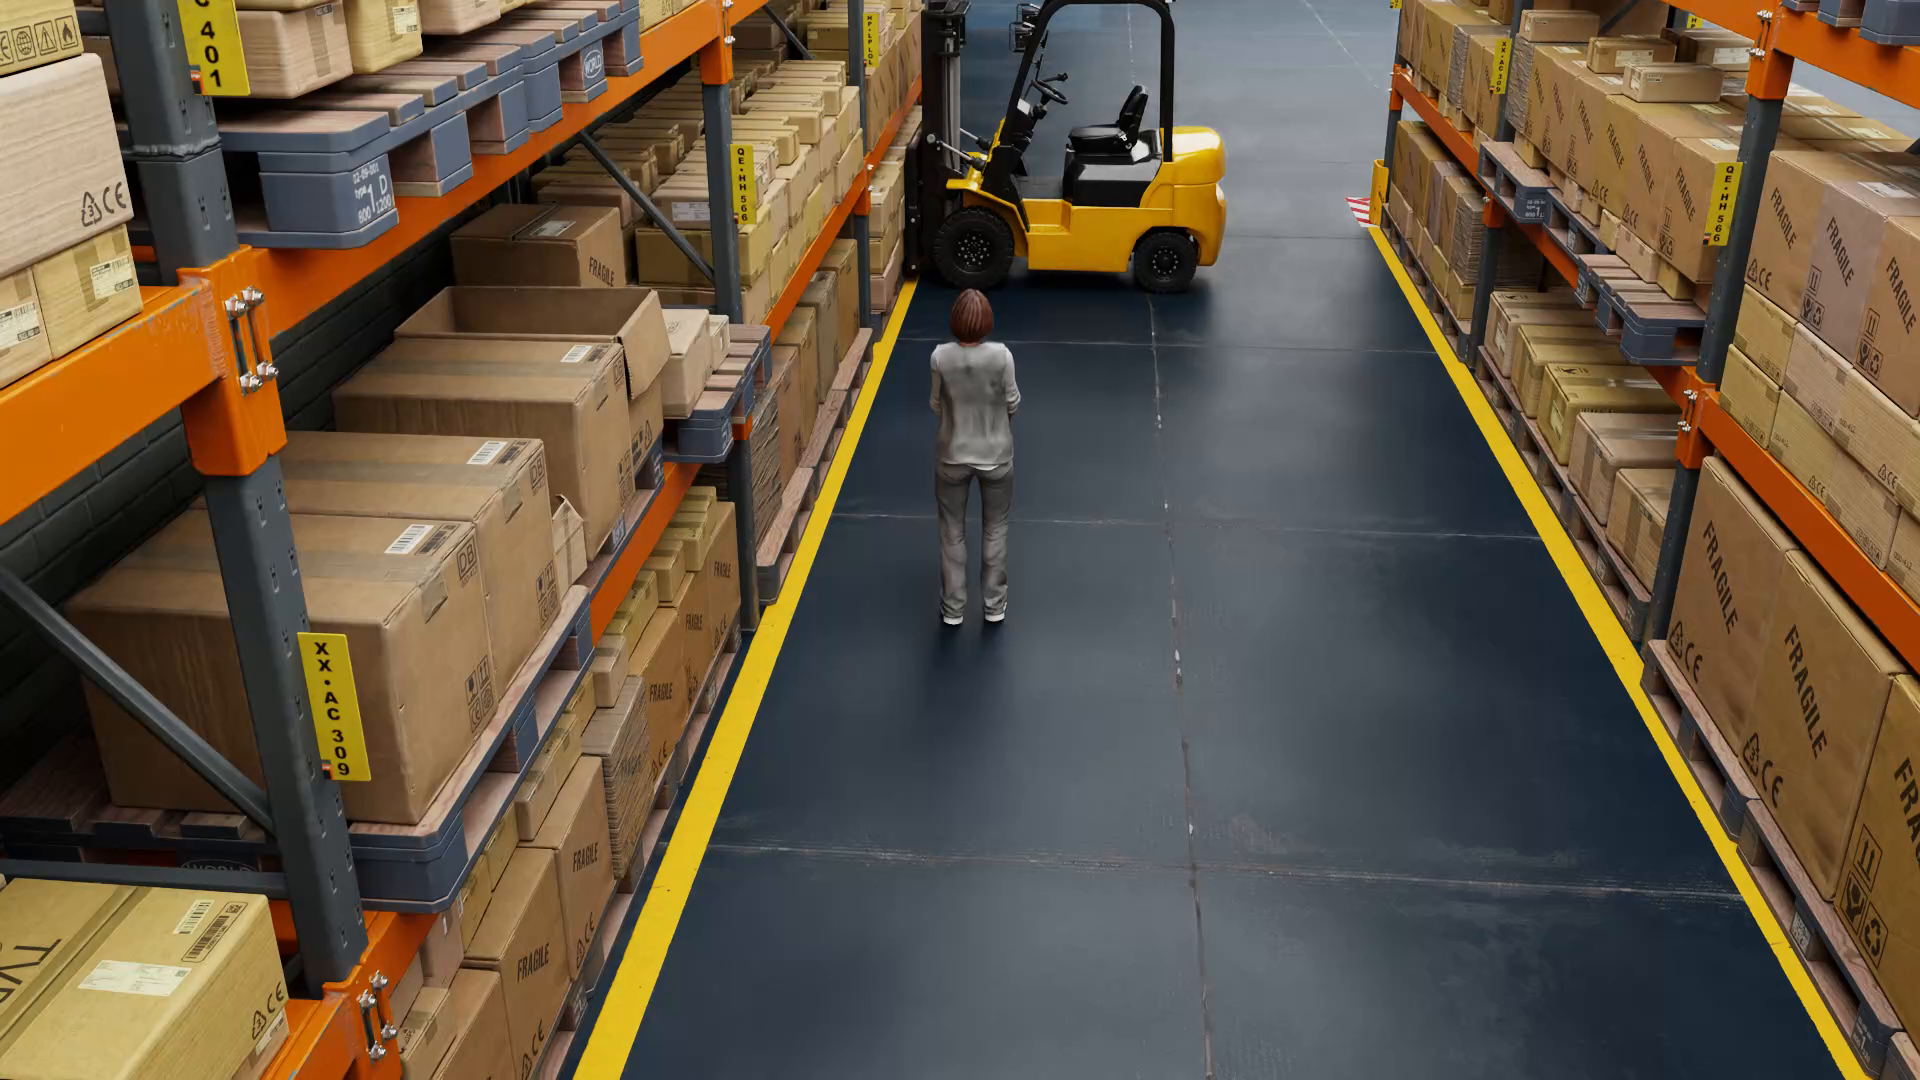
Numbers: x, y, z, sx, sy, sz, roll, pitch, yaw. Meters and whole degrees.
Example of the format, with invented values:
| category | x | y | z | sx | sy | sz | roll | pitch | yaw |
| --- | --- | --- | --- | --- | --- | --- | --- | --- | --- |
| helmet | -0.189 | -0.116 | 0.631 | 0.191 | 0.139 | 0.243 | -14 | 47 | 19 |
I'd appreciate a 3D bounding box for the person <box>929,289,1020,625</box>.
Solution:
| category | x | y | z | sx | sy | sz | roll | pitch | yaw |
| --- | --- | --- | --- | --- | --- | --- | --- | --- | --- |
| person | 0.066 | -0.392 | 7.471 | 0.404 | 1.591 | 0.492 | 1 | 25 | 1 |
